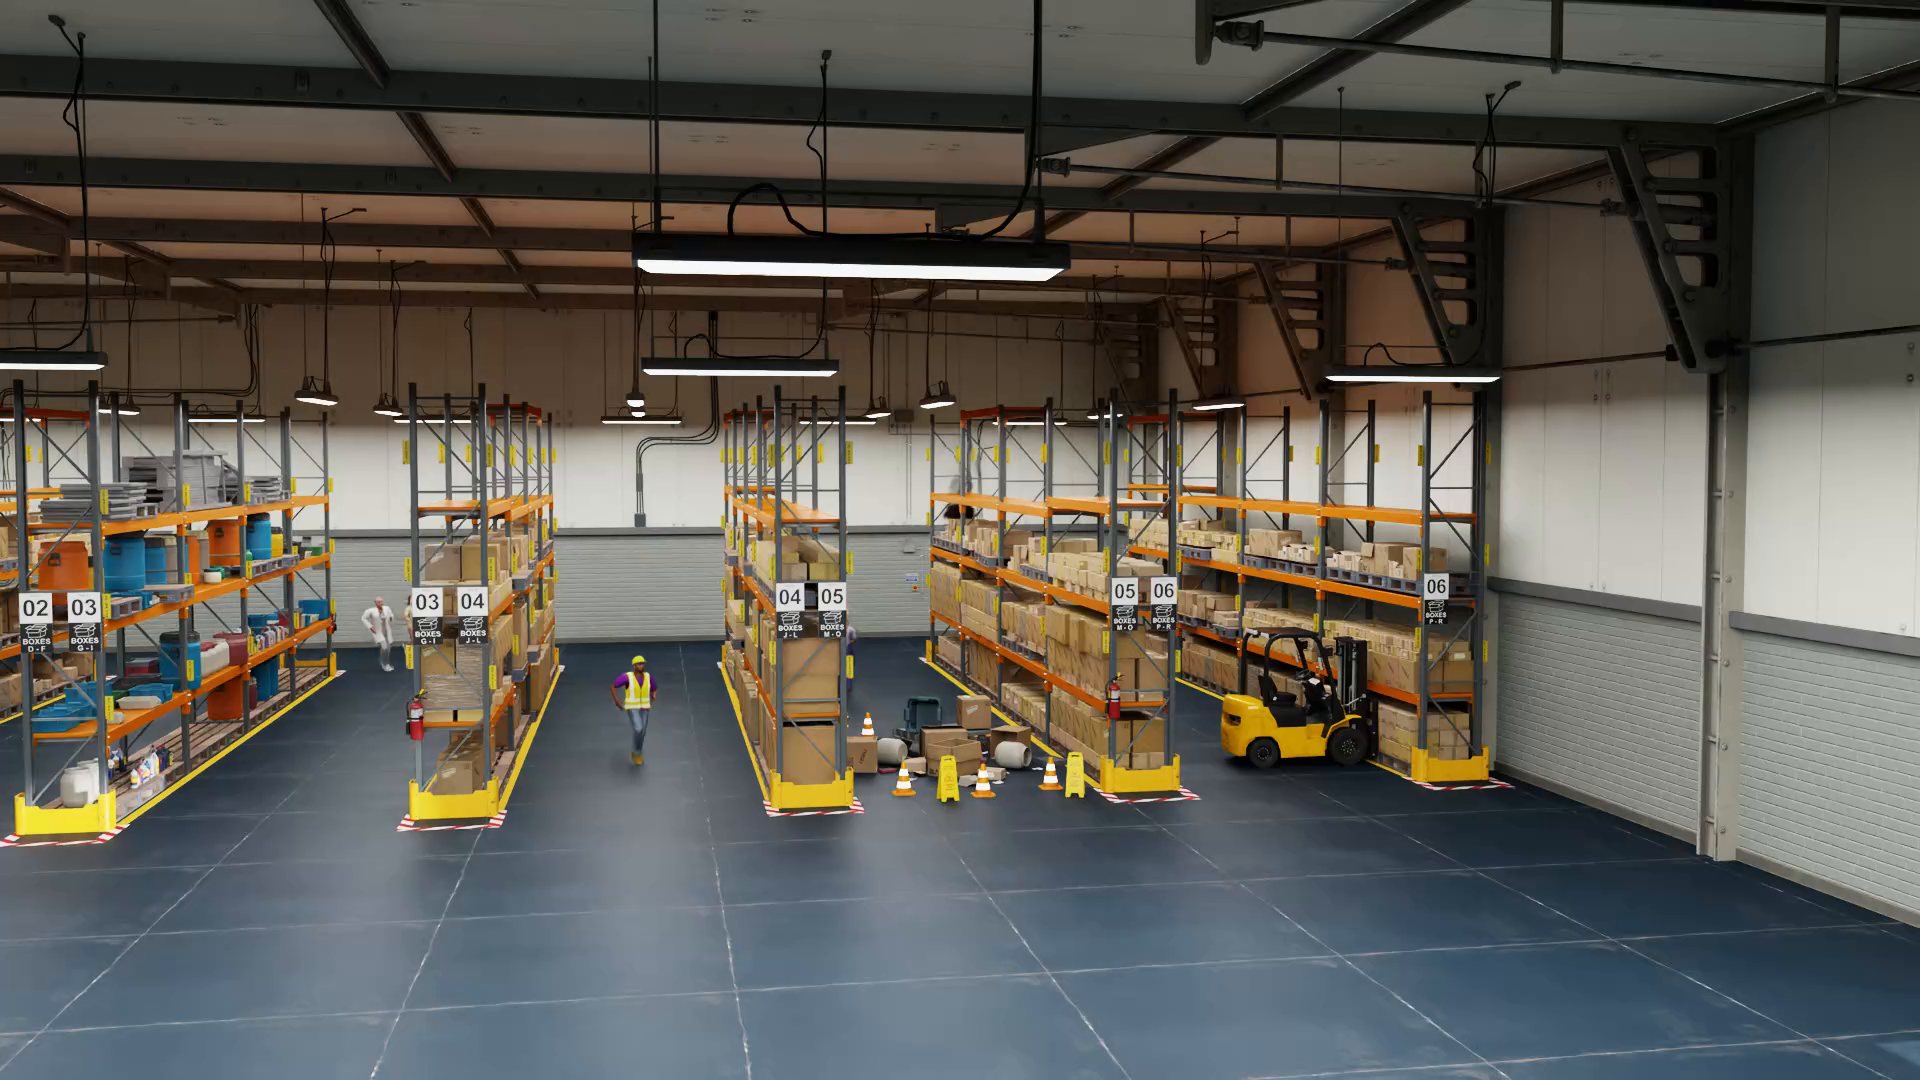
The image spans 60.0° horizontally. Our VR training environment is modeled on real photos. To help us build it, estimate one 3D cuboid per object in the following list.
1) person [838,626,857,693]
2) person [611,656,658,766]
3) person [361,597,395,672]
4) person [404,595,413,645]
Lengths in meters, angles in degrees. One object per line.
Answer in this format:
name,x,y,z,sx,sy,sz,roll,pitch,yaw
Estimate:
person,-2.452,2.437,34.857,0.617,1.713,0.751,-1,3,-10
person,-5.245,2.772,27.045,0.709,1.779,0.724,-2,4,-36
person,-13.412,2.202,38.482,0.776,1.776,0.698,2,4,39
person,-13.322,2.141,40.554,0.553,1.629,0.580,1,3,16
